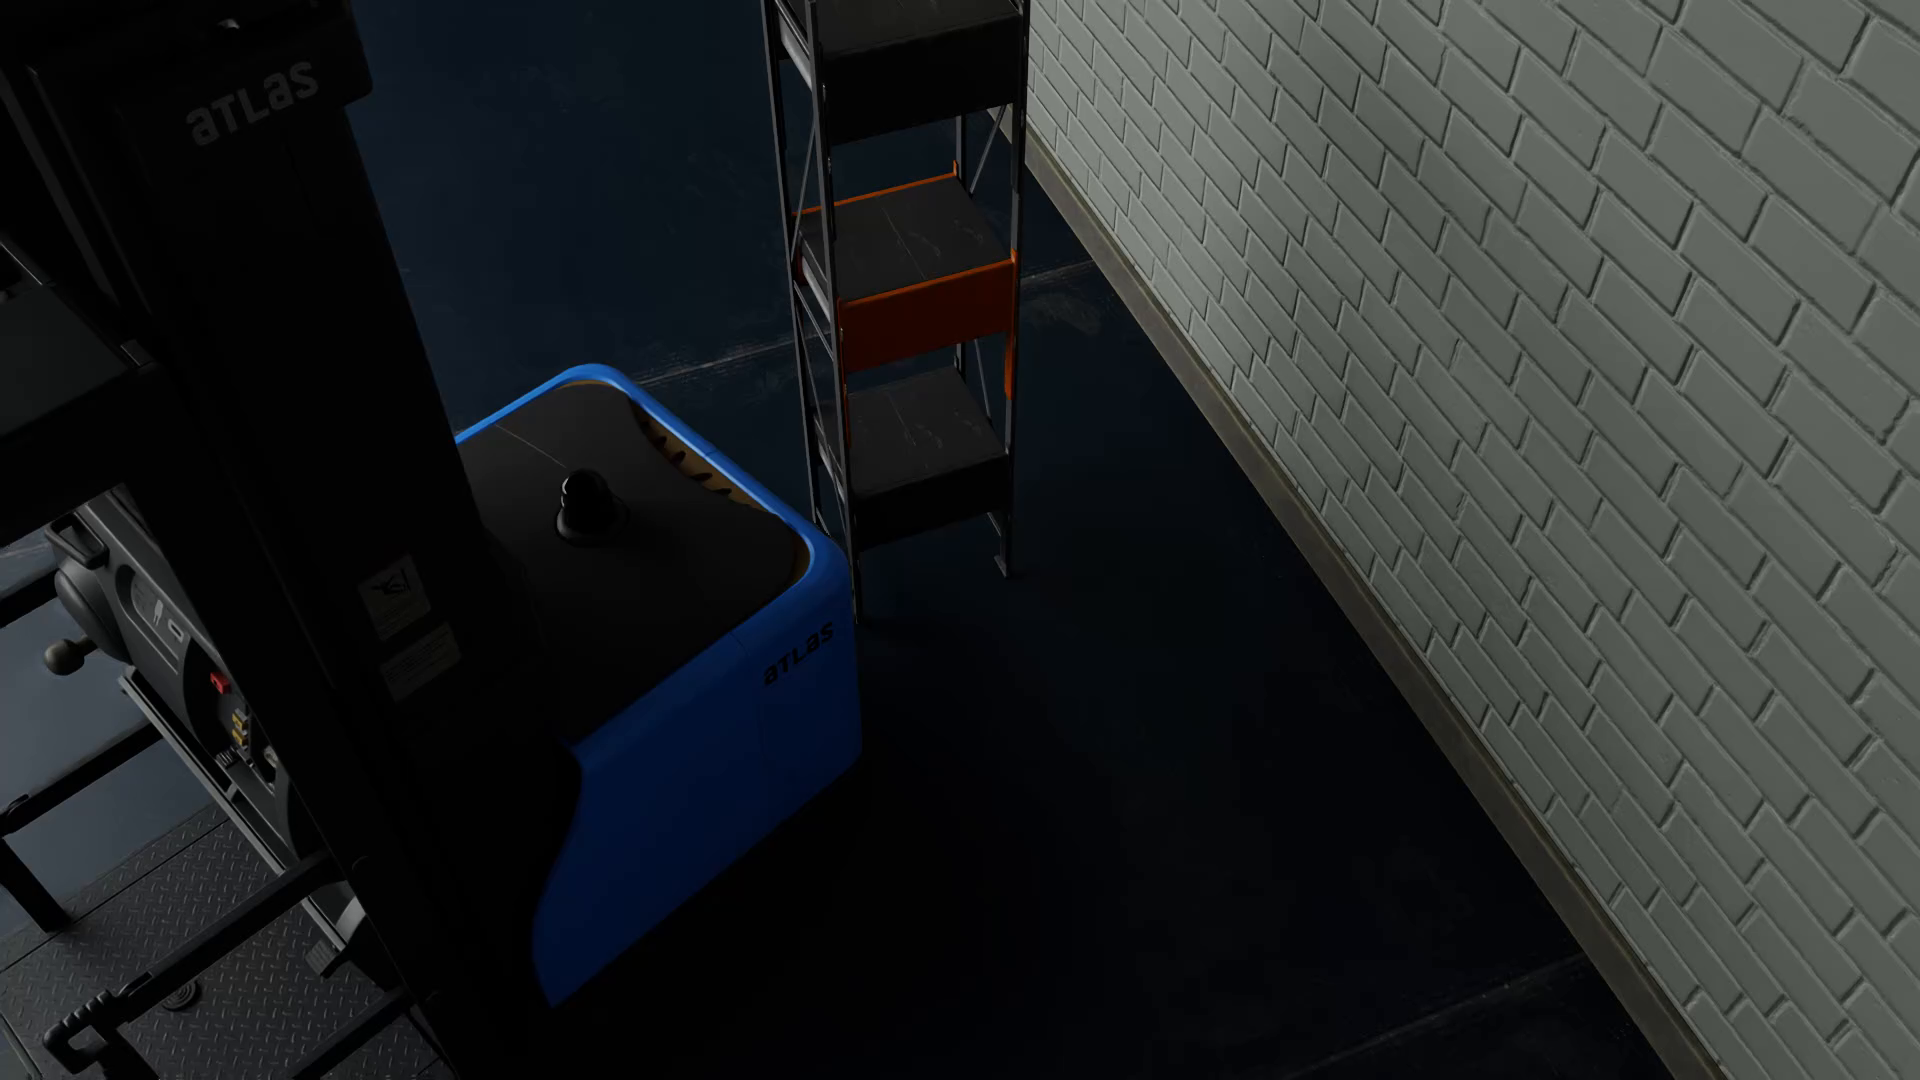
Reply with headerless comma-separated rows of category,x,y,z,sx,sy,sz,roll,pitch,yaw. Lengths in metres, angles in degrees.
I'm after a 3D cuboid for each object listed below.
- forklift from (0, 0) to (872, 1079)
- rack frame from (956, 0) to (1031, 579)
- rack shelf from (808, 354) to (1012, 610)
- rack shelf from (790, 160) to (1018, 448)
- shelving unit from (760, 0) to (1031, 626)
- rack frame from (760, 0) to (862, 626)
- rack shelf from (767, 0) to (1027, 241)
forklift,-1.638,0.317,3.046,3.031,2.935,1.130,-37,59,-27
rack frame,0.073,-0.707,4.473,0.015,2.100,0.400,-17,52,-14
rack shelf,-0.153,-0.172,4.954,0.480,0.518,0.431,-17,52,-14
rack shelf,-0.153,-0.628,4.423,0.480,0.518,0.431,-17,52,-14
shelving unit,-0.153,-0.637,4.413,0.503,2.100,0.431,-17,52,-14
rack frame,-0.379,-0.567,4.353,0.015,2.100,0.400,-17,52,-14
rack shelf,-0.153,-1.084,3.892,0.480,0.518,0.431,-17,52,-14
